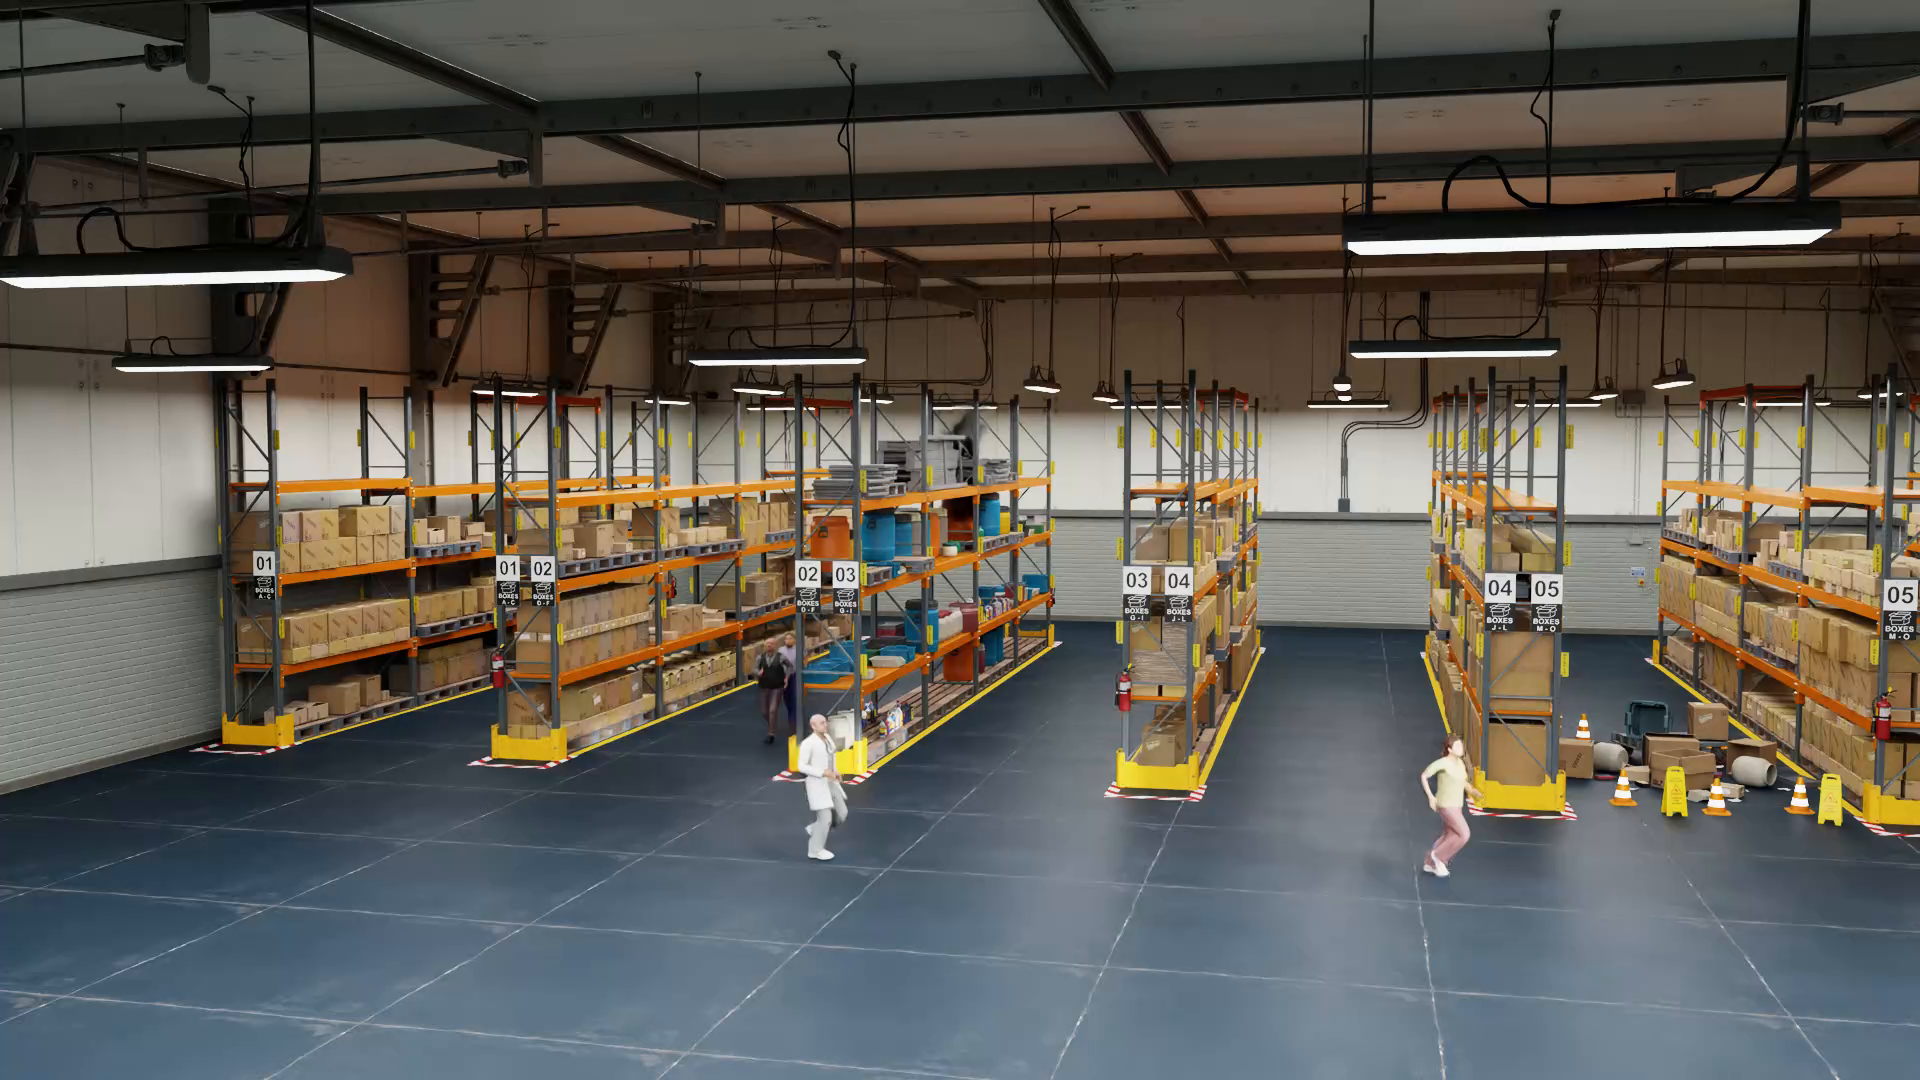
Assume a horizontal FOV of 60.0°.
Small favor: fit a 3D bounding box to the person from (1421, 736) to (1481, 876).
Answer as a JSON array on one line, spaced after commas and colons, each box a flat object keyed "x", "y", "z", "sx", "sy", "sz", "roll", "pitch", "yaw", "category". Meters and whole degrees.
[{"x": 5.592, "y": 3.036, "z": 18.924, "sx": 0.557, "sy": 1.629, "sz": 0.687, "roll": -3, "pitch": 5, "yaw": -43, "category": "person"}]

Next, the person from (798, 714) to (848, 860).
[{"x": -1.606, "y": 2.940, "z": 19.811, "sx": 0.628, "sy": 1.729, "sz": 0.703, "roll": 2, "pitch": 4, "yaw": 33, "category": "person"}]

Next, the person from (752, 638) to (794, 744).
[{"x": -3.128, "y": 2.472, "z": 27.570, "sx": 0.661, "sy": 1.700, "sz": 0.963, "roll": 1, "pitch": 3, "yaw": 10, "category": "person"}]

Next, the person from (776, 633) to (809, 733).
[{"x": -2.948, "y": 2.445, "z": 28.839, "sx": 0.598, "sy": 1.671, "sz": 0.863, "roll": 0, "pitch": 3, "yaw": 7, "category": "person"}]
